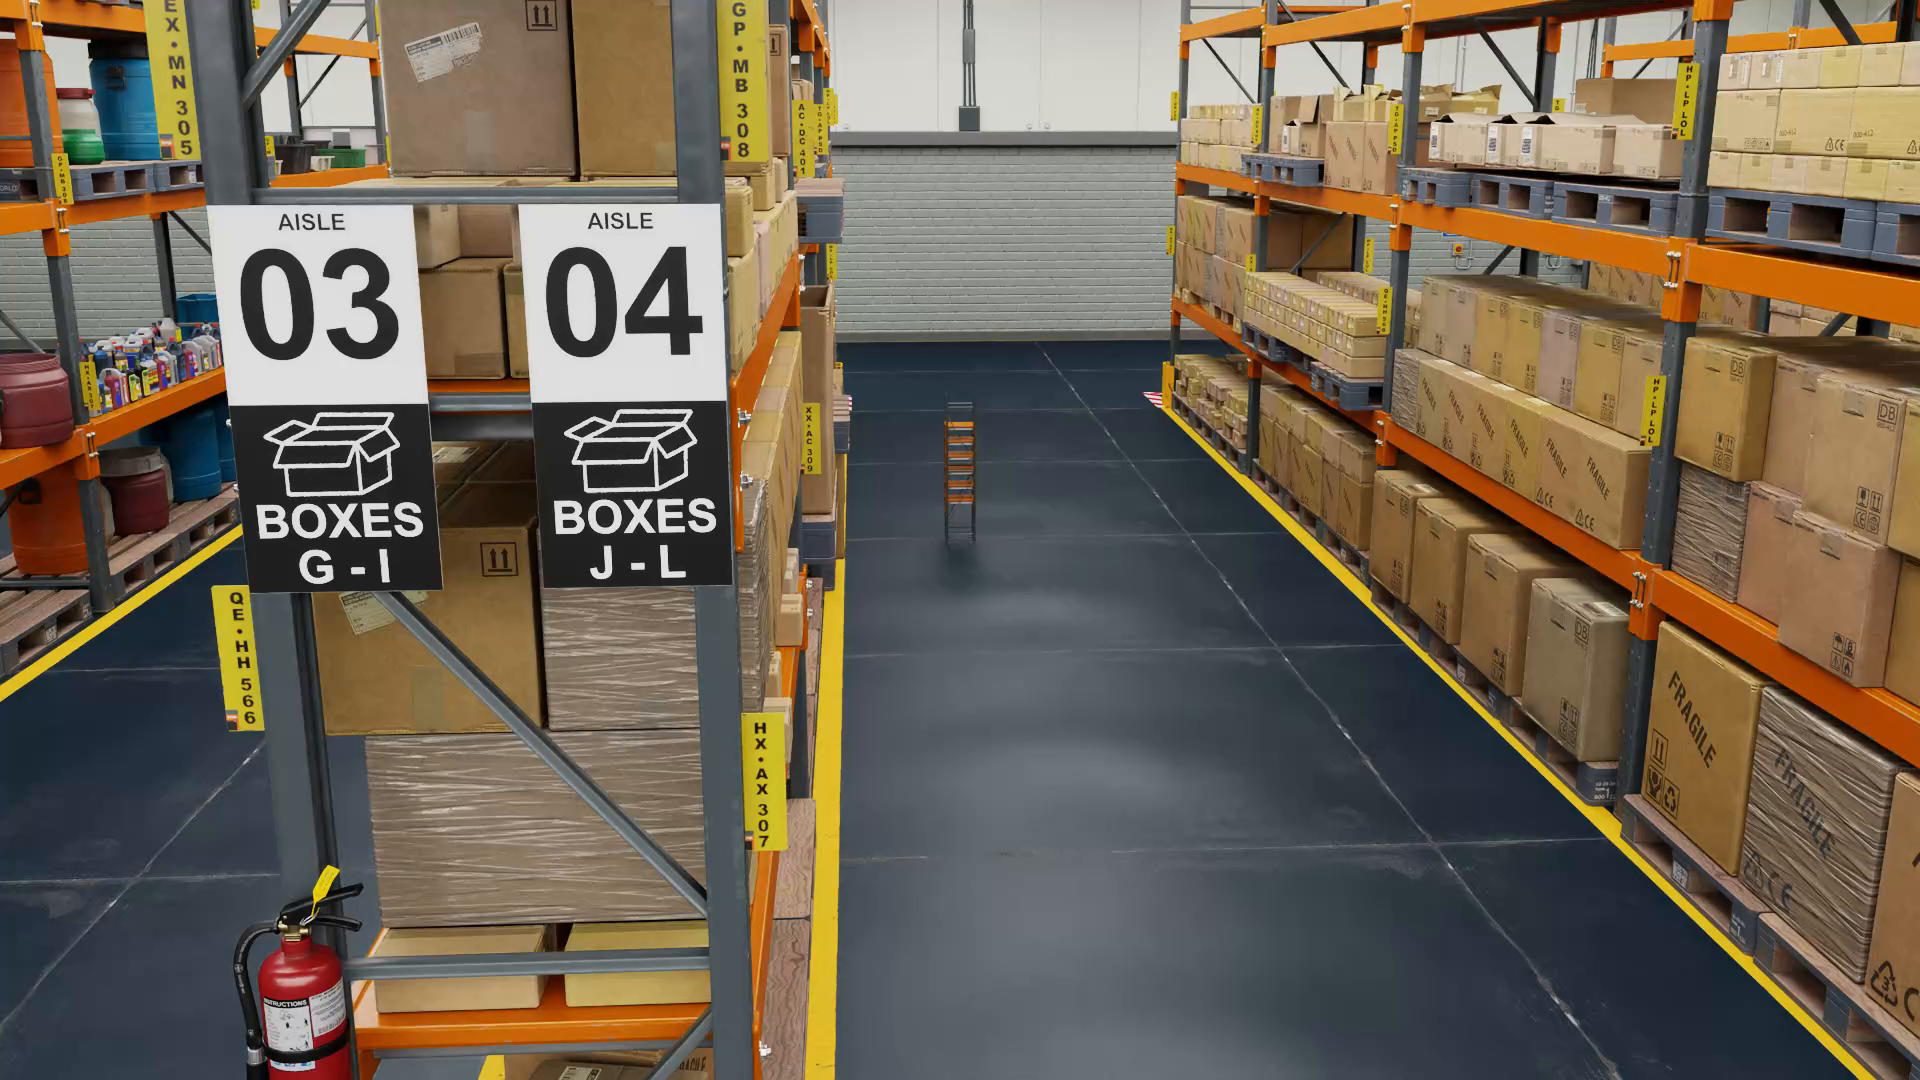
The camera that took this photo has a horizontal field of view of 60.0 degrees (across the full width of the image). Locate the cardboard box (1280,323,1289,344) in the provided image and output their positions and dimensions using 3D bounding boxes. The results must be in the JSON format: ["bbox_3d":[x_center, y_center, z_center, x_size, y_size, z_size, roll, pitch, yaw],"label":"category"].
[{"bbox_3d":[2.887,-1.723,13.865,0.380,0.149,0.250,-1,14,-4],"label":"cardboard box"}]

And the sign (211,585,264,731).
[{"bbox_3d":[-1.533,0.254,3.560,0.100,0.325,0.005,-1,14,-3],"label":"sign"}]

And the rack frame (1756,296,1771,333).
[{"bbox_3d":[8.170,-2.173,15.951,1.000,3.000,0.127,-1,14,-3],"label":"rack frame"}]

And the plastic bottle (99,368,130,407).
[{"bbox_3d":[-6.150,-1.116,12.093,0.152,0.276,0.135,-1,14,-3],"label":"plastic bottle"}]

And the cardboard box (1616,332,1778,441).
[{"bbox_3d":[3.695,-0.738,8.166,0.700,0.500,0.500,-1,14,-4],"label":"cardboard box"}]

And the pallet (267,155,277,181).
[{"bbox_3d":[-6.518,-3.111,13.957,1.213,0.211,1.003,-1,14,-3],"label":"pallet"}]

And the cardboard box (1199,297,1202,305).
[{"bbox_3d":[2.854,-2.666,18.372,0.380,0.149,0.250,0,14,-1],"label":"cardboard box"}]

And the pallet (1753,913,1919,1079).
[{"bbox_3d":[3.779,1.763,6.249,1.003,0.211,1.213,-1,14,-3],"label":"pallet"}]

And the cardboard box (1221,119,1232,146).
[{"bbox_3d":[2.896,-4.063,16.577,0.500,0.250,0.500,0,14,-1],"label":"cardboard box"}]

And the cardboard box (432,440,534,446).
[{"bbox_3d":[-1.324,-0.094,5.066,0.500,0.500,0.500,-1,14,-3],"label":"cardboard box"}]

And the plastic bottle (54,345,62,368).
[{"bbox_3d":[-6.907,-1.343,12.825,0.144,0.351,0.185,-1,14,-3],"label":"plastic bottle"}]

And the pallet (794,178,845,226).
[{"bbox_3d":[-1.225,-1.805,8.879,1.213,0.211,1.003,-1,14,-3],"label":"pallet"}]

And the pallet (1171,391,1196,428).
[{"bbox_3d":[3.008,-1.494,18.909,1.003,0.211,1.213,-1,14,-3],"label":"pallet"}]

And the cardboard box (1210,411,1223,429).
[{"bbox_3d":[2.807,-1.244,17.218,0.380,0.149,0.250,-1,14,-4],"label":"cardboard box"}]

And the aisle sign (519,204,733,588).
[{"bbox_3d":[-0.674,-0.284,3.391,0.394,0.787,0.004,-1,14,-3],"label":"aisle sign"}]

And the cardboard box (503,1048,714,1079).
[{"bbox_3d":[-1.071,1.668,5.197,0.500,0.500,0.500,3,15,11],"label":"cardboard box"}]

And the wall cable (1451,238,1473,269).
[{"bbox_3d":[7.549,-5.077,25.136,0.585,1.953,0.123,-1,14,-3],"label":"wall cable"}]

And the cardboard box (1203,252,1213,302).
[{"bbox_3d":[2.854,-2.761,17.440,0.500,0.500,0.500,-1,14,-5],"label":"cardboard box"}]

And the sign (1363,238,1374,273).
[{"bbox_3d":[3.789,-2.641,15.449,0.100,0.325,0.005,-1,14,-3],"label":"sign"}]

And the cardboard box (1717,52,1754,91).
[{"bbox_3d":[3.414,-1.955,6.945,0.380,0.149,0.250,-1,14,-3],"label":"cardboard box"}]

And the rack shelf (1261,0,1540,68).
[{"bbox_3d":[3.360,-3.937,13.015,1.077,0.370,4.000,-1,14,-3],"label":"rack shelf"}]

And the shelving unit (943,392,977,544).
[{"bbox_3d":[0.001,-0.577,13.363,0.258,1.200,0.189,-1,14,-3],"label":"shelving unit"}]

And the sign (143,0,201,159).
[{"bbox_3d":[-1.533,-0.913,3.259,0.100,0.325,0.005,-1,14,-3],"label":"sign"}]

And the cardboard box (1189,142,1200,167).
[{"bbox_3d":[2.789,-4.199,18.109,0.500,0.250,0.500,0,14,-2],"label":"cardboard box"}]

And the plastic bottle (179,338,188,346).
[{"bbox_3d":[-6.379,-1.532,13.718,0.097,0.271,0.097,0,14,0],"label":"plastic bottle"}]

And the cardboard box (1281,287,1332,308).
[{"bbox_3d":[2.882,-2.014,13.803,0.380,0.149,0.250,0,14,-1],"label":"cardboard box"}]

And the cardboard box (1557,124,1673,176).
[{"bbox_3d":[3.435,-2.017,8.584,0.500,0.250,0.500,-1,14,-4],"label":"cardboard box"}]

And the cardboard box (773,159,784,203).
[{"bbox_3d":[-0.847,-1.330,6.156,0.380,0.149,0.250,-1,14,-5],"label":"cardboard box"}]

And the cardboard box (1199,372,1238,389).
[{"bbox_3d":[2.782,-1.714,17.854,0.380,0.149,0.250,-1,14,-3],"label":"cardboard box"}]

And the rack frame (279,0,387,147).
[{"bbox_3d":[-6.912,-5.843,18.178,1.000,3.000,0.127,-1,14,-3],"label":"rack frame"}]

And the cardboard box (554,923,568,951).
[{"bbox_3d":[-1.216,0.956,4.293,0.380,0.149,0.250,-1,14,-3],"label":"cardboard box"}]

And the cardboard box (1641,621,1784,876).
[{"bbox_3d":[3.700,0.902,7.424,0.875,0.875,0.875,-1,14,-3],"label":"cardboard box"}]

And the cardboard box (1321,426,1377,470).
[{"bbox_3d":[3.137,-0.724,12.988,0.500,0.250,0.500,-1,14,-3],"label":"cardboard box"}]

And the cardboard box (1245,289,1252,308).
[{"bbox_3d":[2.801,-2.192,15.090,0.380,0.149,0.250,-1,14,-3],"label":"cardboard box"}]

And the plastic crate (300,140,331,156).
[{"bbox_3d":[-7.167,-4.227,18.179,0.497,0.269,0.590,-1,14,-3],"label":"plastic crate"}]

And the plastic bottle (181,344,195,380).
[{"bbox_3d":[-6.181,-1.429,13.296,0.061,0.283,0.133,-1,14,-3],"label":"plastic bottle"}]

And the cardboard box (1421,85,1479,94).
[{"bbox_3d":[3.646,-3.244,12.358,0.396,0.266,0.258,-1,14,-3],"label":"cardboard box"}]

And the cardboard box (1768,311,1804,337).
[{"bbox_3d":[7.934,-1.987,15.529,0.500,0.250,0.500,-1,14,-5],"label":"cardboard box"}]

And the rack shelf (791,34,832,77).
[{"bbox_3d":[-1.845,-4.880,16.682,1.077,0.370,4.000,-1,14,-3],"label":"rack shelf"}]

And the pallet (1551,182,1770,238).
[{"bbox_3d":[3.625,-1.669,8.357,0.805,0.209,1.217,-1,15,-6],"label":"pallet"}]

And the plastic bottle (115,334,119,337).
[{"bbox_3d":[-7.013,-1.568,13.835,0.061,0.283,0.133,-1,14,-3],"label":"plastic bottle"}]

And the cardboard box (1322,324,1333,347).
[{"bbox_3d":[2.961,-1.550,12.594,0.380,0.149,0.250,-1,14,-2],"label":"cardboard box"}]

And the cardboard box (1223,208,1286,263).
[{"bbox_3d":[2.899,-2.989,16.320,0.500,0.500,0.500,-1,14,-5],"label":"cardboard box"}]

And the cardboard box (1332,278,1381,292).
[{"bbox_3d":[3.487,-2.213,14.575,0.380,0.149,0.250,-1,14,-5],"label":"cardboard box"}]

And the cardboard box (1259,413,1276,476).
[{"bbox_3d":[3.017,-0.876,15.085,0.500,0.500,0.500,0,14,-1],"label":"cardboard box"}]

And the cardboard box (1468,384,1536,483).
[{"bbox_3d":[3.336,-0.633,9.767,0.500,0.500,0.500,-1,14,-4],"label":"cardboard box"}]

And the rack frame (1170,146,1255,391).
[{"bbox_3d":[2.988,-3.066,19.423,1.000,3.000,0.127,-1,14,-3],"label":"rack frame"}]

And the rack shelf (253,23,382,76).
[{"bbox_3d":[-6.788,-4.804,16.384,1.077,0.370,4.000,-1,14,-3],"label":"rack shelf"}]

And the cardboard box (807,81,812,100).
[{"bbox_3d":[-1.151,-2.526,10.100,0.500,0.500,0.500,-1,14,-4],"label":"cardboard box"}]

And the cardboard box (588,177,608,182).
[{"bbox_3d":[-1.344,-1.130,5.381,0.380,0.149,0.250,-1,14,-2],"label":"cardboard box"}]

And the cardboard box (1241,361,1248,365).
[{"bbox_3d":[3.375,-1.923,18.666,0.380,0.149,0.250,-1,14,-5],"label":"cardboard box"}]

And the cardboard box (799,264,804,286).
[{"bbox_3d":[-1.502,-1.741,12.060,0.797,0.503,0.637,0,14,-2],"label":"cardboard box"}]

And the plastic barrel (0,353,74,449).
[{"bbox_3d":[-6.086,-0.904,10.746,0.600,0.536,0.708,-1,14,-3],"label":"plastic barrel"}]

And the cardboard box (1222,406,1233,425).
[{"bbox_3d":[2.835,-1.245,16.626,0.380,0.149,0.250,-1,14,-5],"label":"cardboard box"}]

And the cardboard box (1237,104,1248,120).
[{"bbox_3d":[2.860,-4.086,15.864,0.380,0.149,0.250,-1,14,-4],"label":"cardboard box"}]
